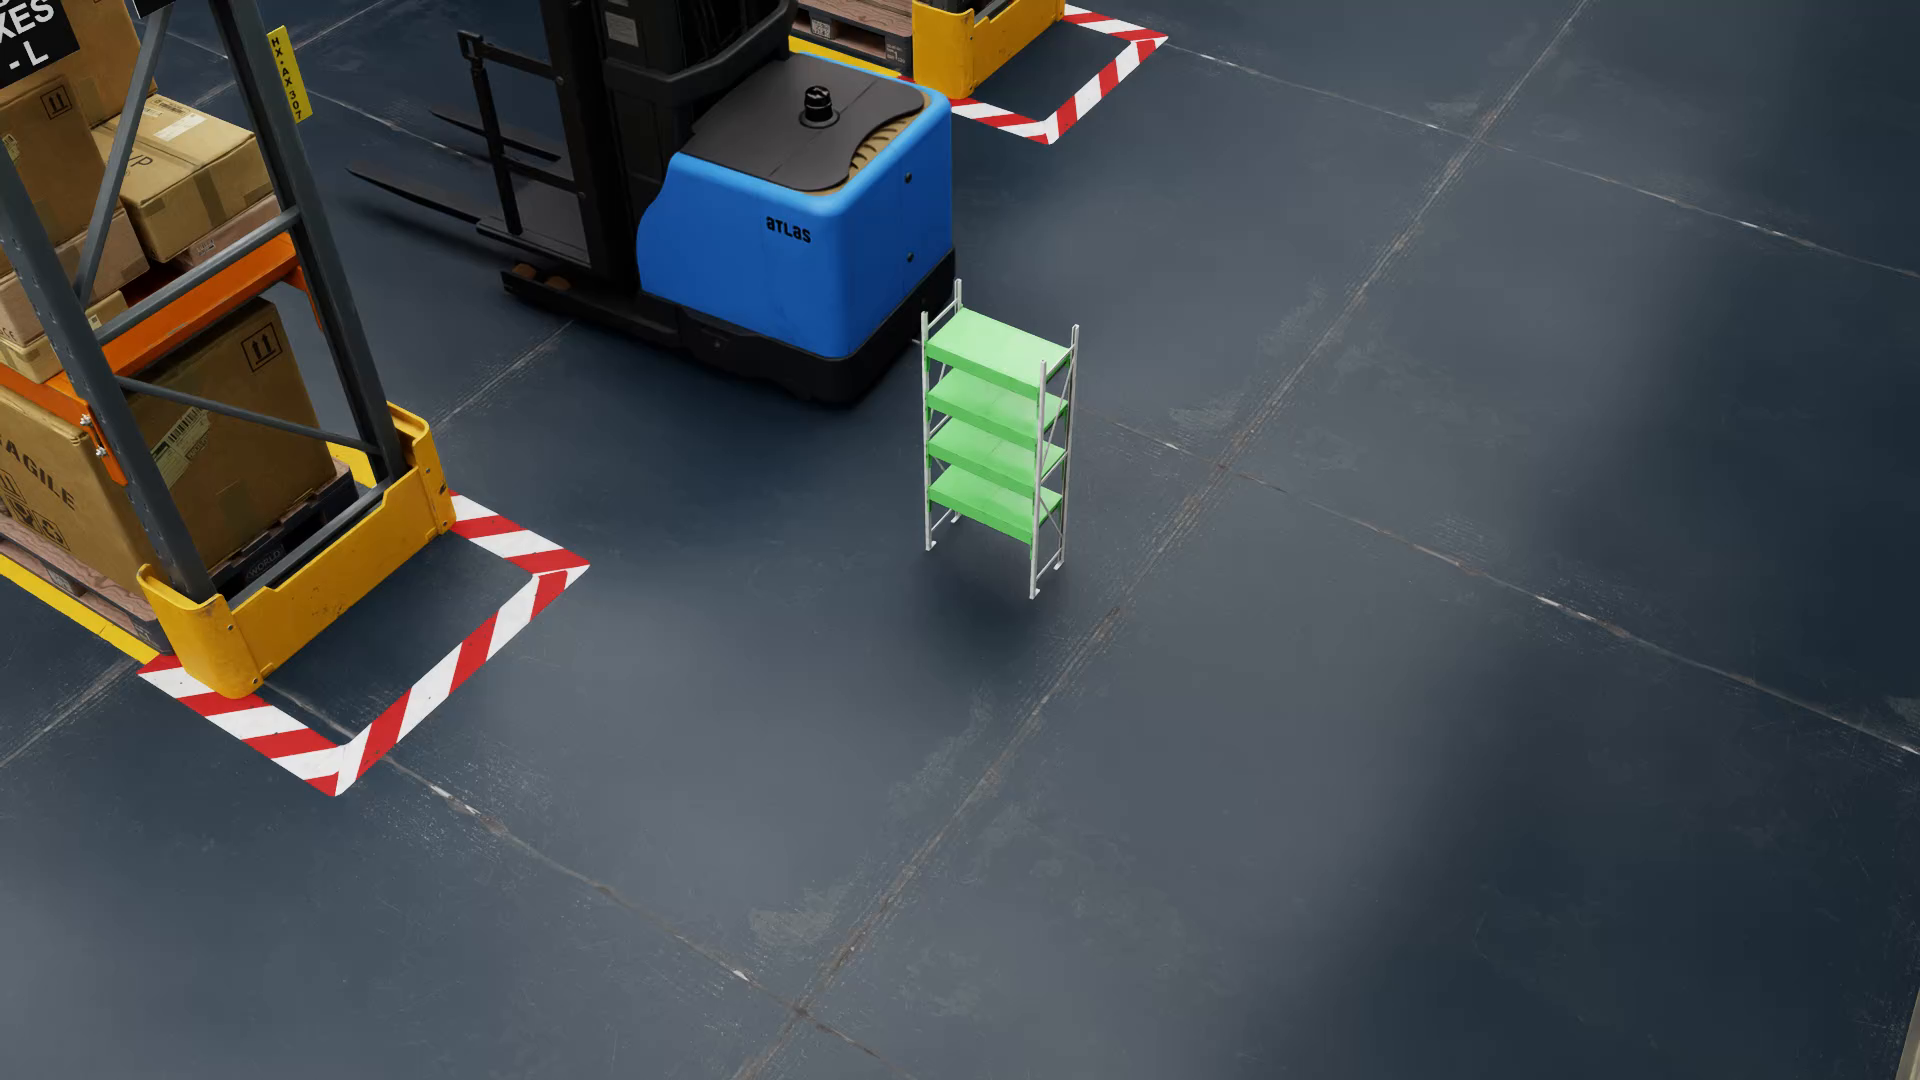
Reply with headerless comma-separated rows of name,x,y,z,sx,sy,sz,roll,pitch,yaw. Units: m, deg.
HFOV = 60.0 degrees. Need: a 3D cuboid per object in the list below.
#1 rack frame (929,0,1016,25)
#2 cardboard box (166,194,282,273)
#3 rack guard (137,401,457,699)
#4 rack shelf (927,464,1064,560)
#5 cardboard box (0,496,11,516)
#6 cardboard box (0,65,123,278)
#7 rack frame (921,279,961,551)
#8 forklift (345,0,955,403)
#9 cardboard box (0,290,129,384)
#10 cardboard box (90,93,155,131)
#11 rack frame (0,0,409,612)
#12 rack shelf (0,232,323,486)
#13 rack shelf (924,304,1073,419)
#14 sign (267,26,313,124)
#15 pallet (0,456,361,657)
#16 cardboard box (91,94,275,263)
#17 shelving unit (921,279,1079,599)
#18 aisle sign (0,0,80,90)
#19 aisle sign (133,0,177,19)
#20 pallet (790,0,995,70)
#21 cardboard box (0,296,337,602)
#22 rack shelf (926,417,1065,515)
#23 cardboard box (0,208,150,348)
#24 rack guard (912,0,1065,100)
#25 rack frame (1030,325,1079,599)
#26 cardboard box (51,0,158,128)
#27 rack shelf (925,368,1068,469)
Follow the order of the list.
rack frame,0.150,-3.854,8.404,0.127,3.000,1.000,25,51,22
cardboard box,-2.644,-1.113,5.915,0.250,0.149,0.380,25,51,23
rack guard,-2.503,0.016,6.386,0.348,0.500,1.175,25,51,22
rack shelf,0.139,-0.142,6.475,0.480,0.148,0.258,25,51,22
cardboard box,-3.871,-0.822,6.646,0.875,0.875,0.875,25,51,22
cardboard box,-3.076,-1.207,5.205,0.500,0.500,0.500,25,51,23
rack frame,-0.066,-0.449,6.349,0.015,1.200,0.240,25,51,22
forklift,-1.562,-2.395,7.034,3.031,2.935,1.130,22,50,20
cardboard box,-3.001,-0.716,5.529,0.250,0.149,0.380,26,51,23
cardboard box,-3.223,-1.462,5.976,0.500,0.250,0.500,24,51,22
rack frame,-2.524,-0.864,5.498,0.127,3.000,1.000,25,51,22
rack shelf,-4.207,-1.388,6.509,4.000,0.370,1.077,25,51,22
rack shelf,0.139,-0.644,5.959,0.480,0.148,0.258,25,51,22
sign,-2.219,-1.526,5.483,0.005,0.325,0.100,25,51,22
pallet,-3.239,-0.155,6.753,1.213,0.211,1.003,25,51,22
cardboard box,-2.782,-1.264,5.784,0.500,0.250,0.500,23,50,21
shelving unit,0.139,-0.354,6.257,0.503,1.200,0.258,25,51,22
aisle sign,-2.625,-1.561,4.363,0.004,0.787,0.394,25,51,22
aisle sign,-2.301,-1.923,4.715,0.004,0.787,0.394,25,51,22
pallet,-0.523,-3.225,9.737,1.213,0.211,1.003,25,51,22
cardboard box,-3.105,-0.470,6.303,0.875,0.875,0.875,25,51,22
rack shelf,0.139,-0.310,6.303,0.480,0.148,0.258,25,51,22
cardboard box,-3.075,-0.943,5.472,0.500,0.250,0.500,24,50,22
rack guard,0.178,-2.982,9.299,0.348,0.500,1.175,25,51,22
rack frame,0.345,-0.260,6.166,0.015,1.200,0.240,25,51,22
cardboard box,-3.203,-1.719,5.703,0.500,0.500,0.500,24,50,21
rack shelf,0.139,-0.477,6.131,0.480,0.148,0.258,25,51,22
